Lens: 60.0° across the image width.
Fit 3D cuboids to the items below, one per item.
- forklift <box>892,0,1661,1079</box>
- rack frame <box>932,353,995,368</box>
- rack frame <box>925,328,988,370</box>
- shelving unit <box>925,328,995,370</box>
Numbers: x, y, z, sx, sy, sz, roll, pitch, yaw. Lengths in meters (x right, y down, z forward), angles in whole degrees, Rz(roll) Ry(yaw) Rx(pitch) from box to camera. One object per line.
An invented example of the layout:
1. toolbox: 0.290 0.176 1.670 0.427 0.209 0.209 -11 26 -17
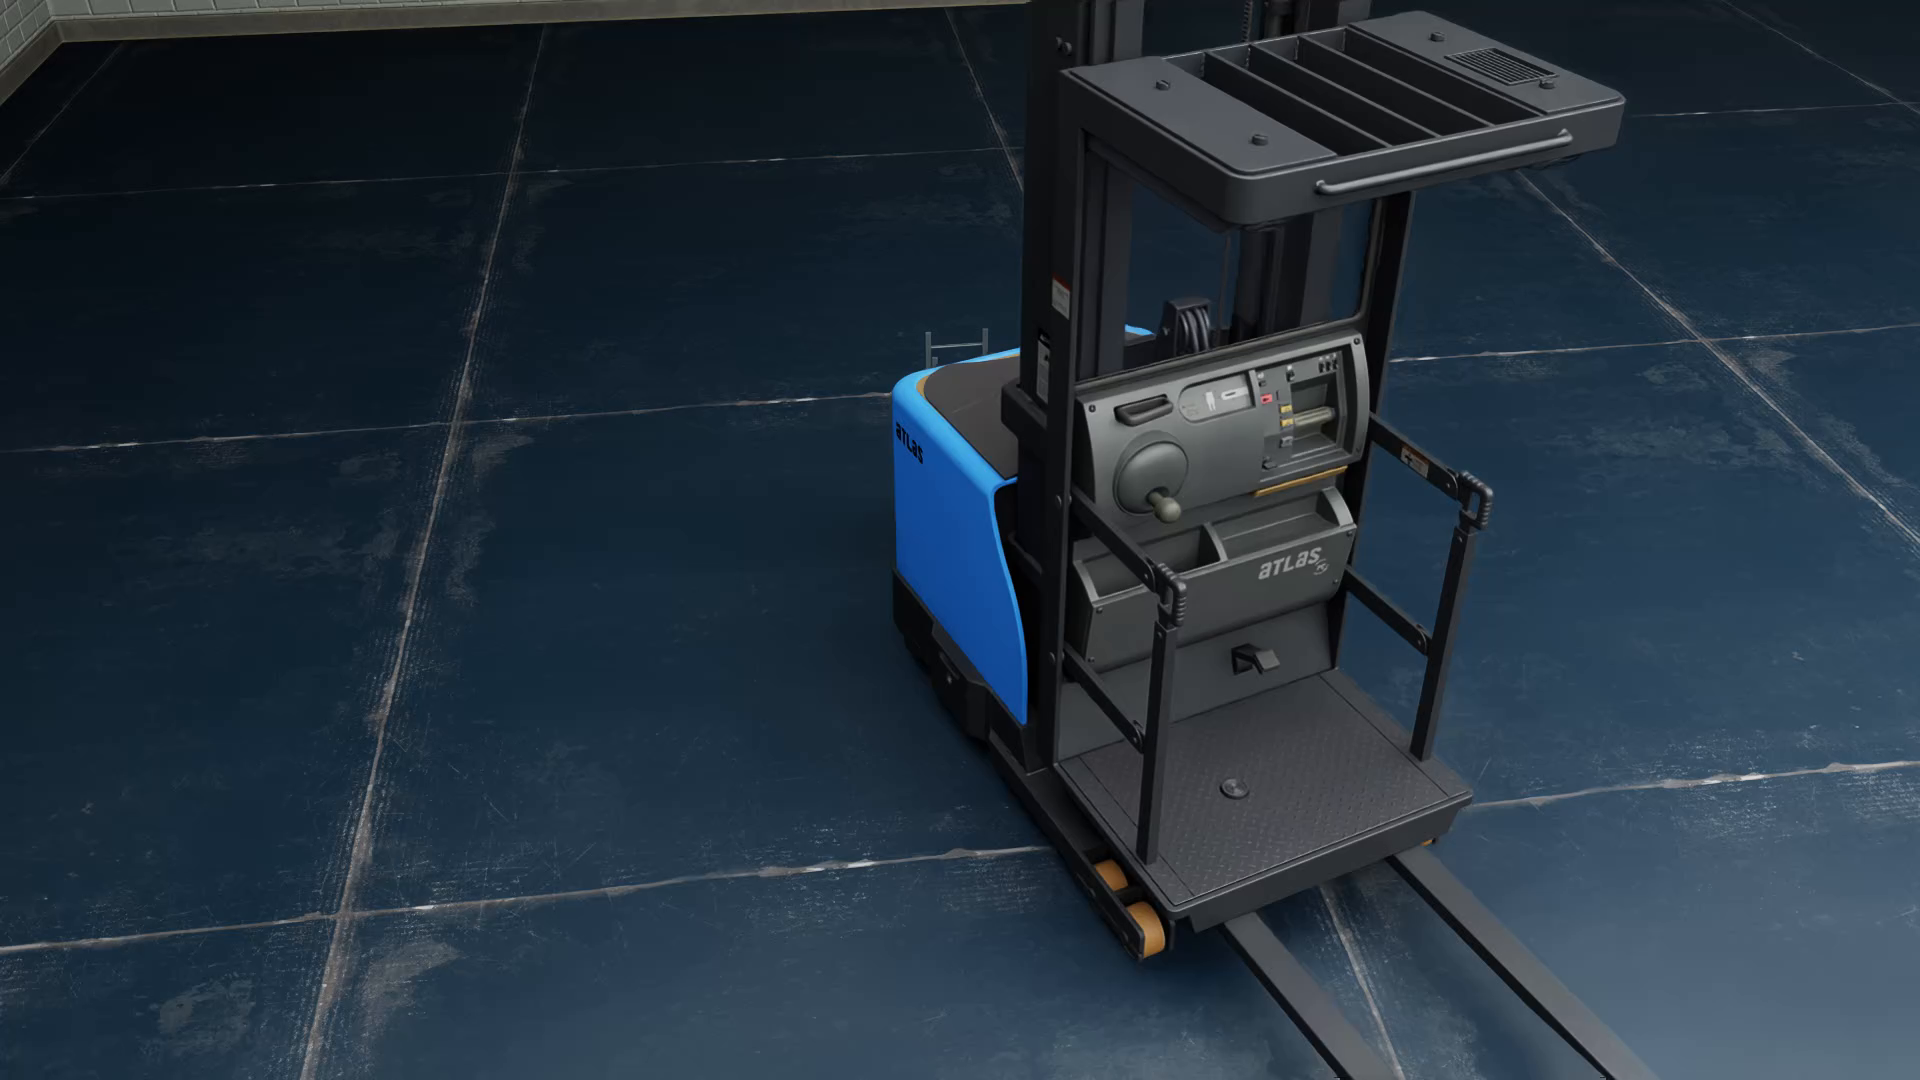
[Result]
1. forklift: 0.858 -0.258 4.526 1.130 2.935 3.031 -16 37 -22
2. rack frame: 0.015 -0.311 6.407 0.240 0.900 0.006 -4 35 -6
3. rack frame: -0.013 -0.424 6.573 0.240 0.900 0.006 -4 35 -6
4. shelving unit: 0.001 -0.367 6.490 0.258 0.900 0.210 -4 35 -6
